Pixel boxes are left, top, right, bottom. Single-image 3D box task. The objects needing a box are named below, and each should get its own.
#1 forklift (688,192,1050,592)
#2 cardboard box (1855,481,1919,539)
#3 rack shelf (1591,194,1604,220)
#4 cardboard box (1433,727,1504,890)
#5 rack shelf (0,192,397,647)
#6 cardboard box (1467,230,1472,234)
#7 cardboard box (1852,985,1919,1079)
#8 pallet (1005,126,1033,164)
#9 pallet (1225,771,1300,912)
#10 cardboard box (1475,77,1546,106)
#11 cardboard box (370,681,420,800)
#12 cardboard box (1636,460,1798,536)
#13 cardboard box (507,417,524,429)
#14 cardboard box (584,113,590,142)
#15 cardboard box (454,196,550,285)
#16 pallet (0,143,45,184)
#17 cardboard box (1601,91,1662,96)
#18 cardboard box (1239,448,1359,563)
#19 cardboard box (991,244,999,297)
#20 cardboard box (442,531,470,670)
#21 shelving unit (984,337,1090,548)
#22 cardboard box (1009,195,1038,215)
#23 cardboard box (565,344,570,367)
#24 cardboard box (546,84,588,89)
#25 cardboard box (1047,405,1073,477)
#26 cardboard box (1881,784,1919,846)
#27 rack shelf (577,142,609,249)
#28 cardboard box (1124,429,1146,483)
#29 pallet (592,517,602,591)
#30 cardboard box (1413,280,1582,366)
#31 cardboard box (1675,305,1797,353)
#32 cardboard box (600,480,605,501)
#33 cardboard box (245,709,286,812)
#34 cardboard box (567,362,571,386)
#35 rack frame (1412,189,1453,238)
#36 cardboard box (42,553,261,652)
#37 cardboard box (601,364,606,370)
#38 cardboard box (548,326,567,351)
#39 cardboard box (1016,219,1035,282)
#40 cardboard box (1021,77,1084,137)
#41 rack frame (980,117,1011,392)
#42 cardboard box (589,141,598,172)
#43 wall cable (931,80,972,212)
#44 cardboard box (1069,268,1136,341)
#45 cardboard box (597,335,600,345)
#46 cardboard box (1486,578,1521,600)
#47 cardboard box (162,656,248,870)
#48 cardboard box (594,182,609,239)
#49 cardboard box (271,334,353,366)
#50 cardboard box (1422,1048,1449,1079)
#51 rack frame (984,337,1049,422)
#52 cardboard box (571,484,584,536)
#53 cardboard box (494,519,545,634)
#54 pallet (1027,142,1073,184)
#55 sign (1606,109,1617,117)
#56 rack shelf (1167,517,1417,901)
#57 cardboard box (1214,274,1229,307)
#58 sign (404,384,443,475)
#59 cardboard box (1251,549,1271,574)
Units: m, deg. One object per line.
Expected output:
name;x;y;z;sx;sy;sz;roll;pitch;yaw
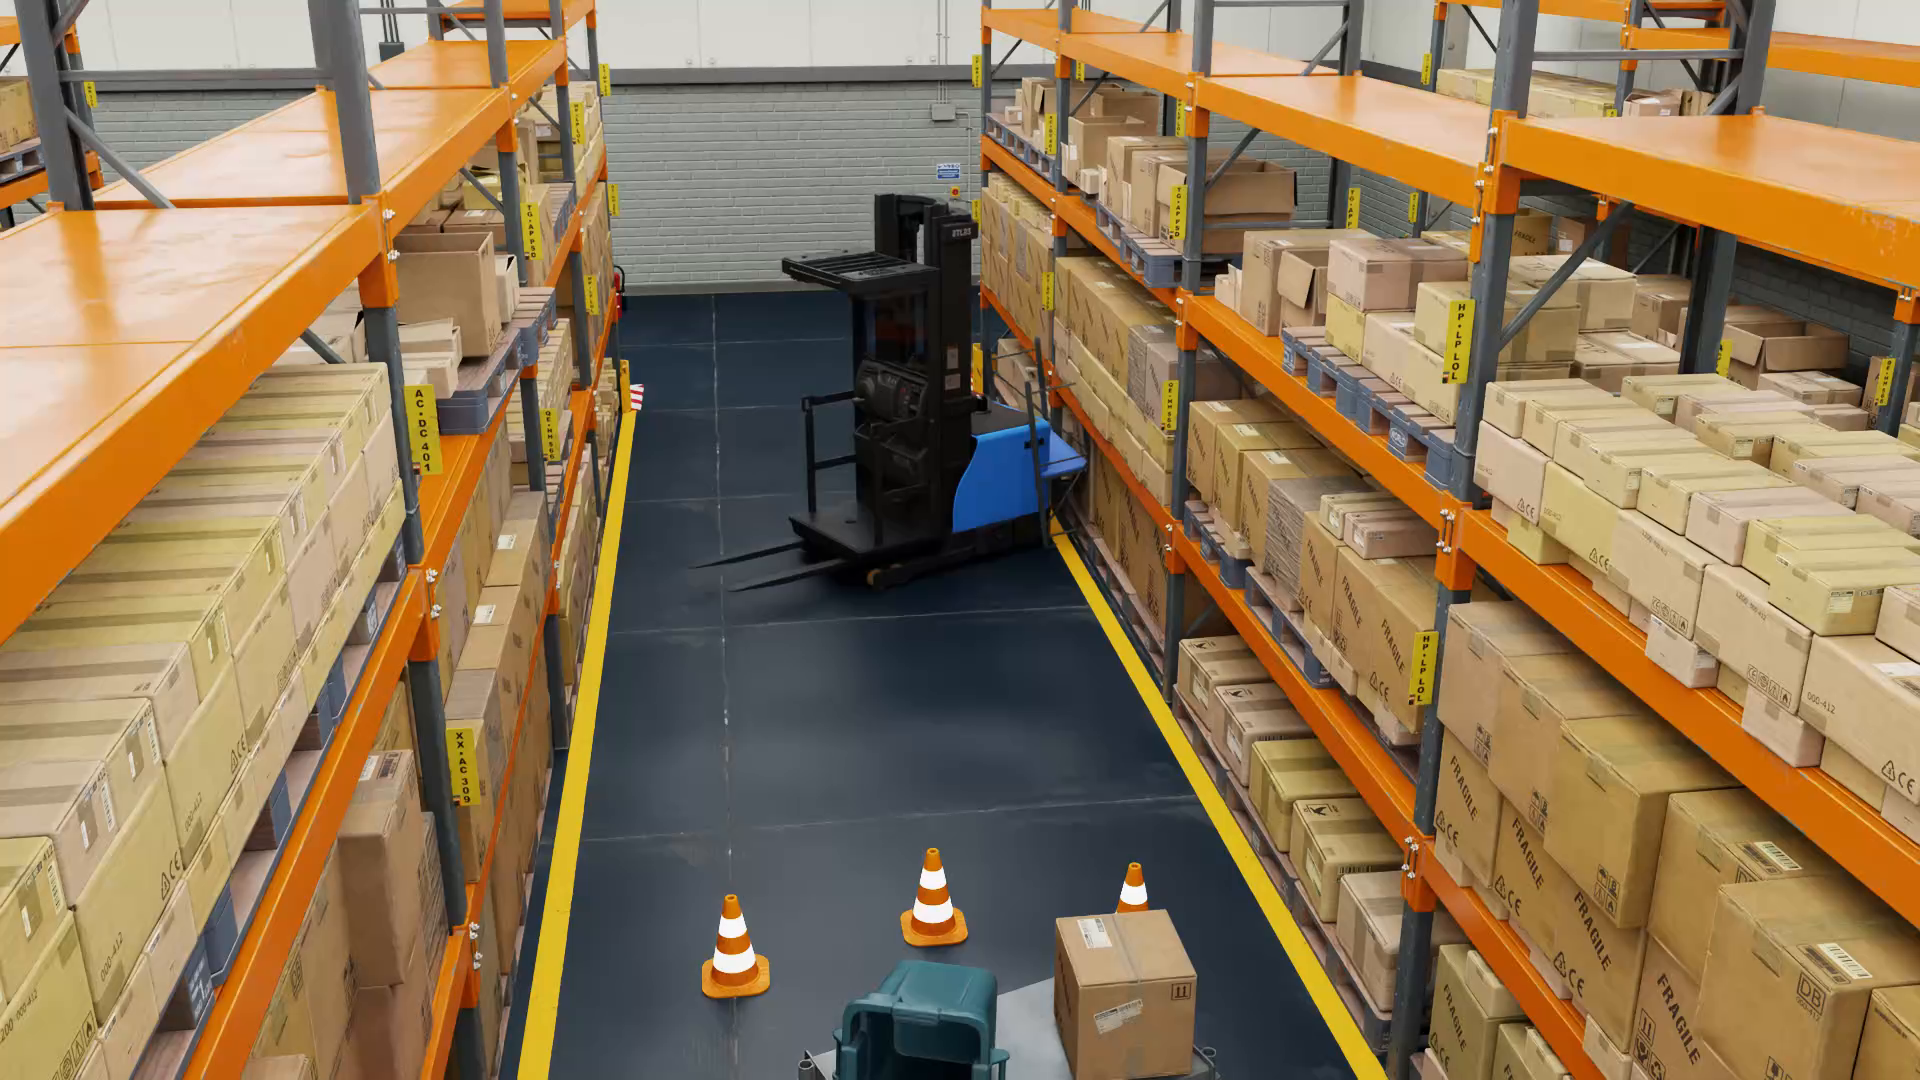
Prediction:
forklift;-0.720;-1.186;13.203;3.031;2.935;1.130;-15;25;-34
cardboard box;2.973;-0.072;5.055;0.380;0.149;0.250;-3;21;-7
rack shelf;5.928;-3.738;16.678;1.077;0.370;4.000;-3;21;-8
cardboard box;2.246;1.024;6.618;0.500;0.500;0.500;-3;21;-8
rack shelf;-2.137;-0.265;3.663;1.077;0.370;4.000;-3;21;-8
cardboard box;5.968;-3.285;18.515;0.500;0.250;0.500;-2;21;-6
cardboard box;2.679;1.433;4.095;0.700;0.500;0.500;-3;21;-7
pallet;1.025;-3.795;15.928;1.003;0.211;1.213;-3;21;-8
pallet;2.165;1.658;9.476;1.003;0.211;1.213;-3;21;-8
cardboard box;5.596;-4.554;16.910;0.500;0.250;0.500;-3;21;-9
cardboard box;-2.407;0.882;5.809;0.875;0.550;0.550;-3;21;-8
cardboard box;2.373;-0.135;5.223;0.380;0.149;0.250;-4;21;-10
cardboard box;-2.919;-0.677;10.649;0.380;0.149;0.250;-3;21;-9
cardboard box;-3.630;-3.719;15.098;0.500;0.250;0.500;-4;21;-10
cardboard box;-2.901;-1.892;10.565;0.500;0.500;0.500;-3;21;-8
pallet;-8.782;-3.295;14.590;1.003;0.211;1.213;-3;21;-8
cardboard box;6.336;-4.050;15.561;0.500;0.250;0.500;-3;21;-9
cardboard box;1.883;-0.193;9.276;0.500;0.500;0.500;-3;21;-7
cardboard box;0.614;-2.803;17.291;0.500;0.500;0.500;-3;21;-9
cardboard box;-2.652;0.289;7.583;0.700;0.500;0.500;-3;21;-7
shelving unit;0.698;-0.842;14.239;0.538;1.500;1.048;-14;25;-13
cardboard box;0.687;-3.254;16.142;0.380;0.149;0.250;-3;21;-9
cardboard box;-3.287;-1.440;13.119;0.380;0.149;0.250;-3;21;-7
cardboard box;-3.857;-4.392;16.332;0.380;0.149;0.250;-3;21;-7
cardboard box;1.320;-0.945;15.521;0.875;0.438;0.875;-3;21;-9
cardboard box;2.580;0.679;4.183;0.380;0.149;0.250;-3;21;-8
rack shelf;-3.867;-3.202;15.242;1.077;0.370;4.000;-3;21;-8
cardboard box;1.462;-0.609;11.773;0.500;0.250;0.500;-3;21;-7
pallet;-3.465;0.135;13.554;1.003;0.211;1.213;-3;21;-8
cardboard box;2.248;-0.916;6.994;0.500;0.250;0.500;-2;21;-7
cardboard box;6.252;-1.591;13.446;0.700;0.500;0.500;-3;21;-8
cardboard box;-3.314;-0.444;14.593;0.380;0.149;0.250;-4;21;-10
cardboard box;-1.801;0.523;3.858;0.380;0.149;0.250;-3;21;-7
cardboard box;-3.288;-1.303;13.176;0.380;0.149;0.250;-3;21;-7
rack frame;5.639;-3.362;18.931;1.000;3.000;0.127;-3;21;-8
cardboard box;-1.802;0.149;3.720;0.380;0.149;0.250;-3;21;-7
cardboard box;-3.849;-1.705;17.119;0.380;0.149;0.250;-3;21;-7
cardboard box;-3.288;-1.577;13.059;0.380;0.149;0.250;-4;21;-9
cardboard box;0.816;-2.742;15.699;0.500;0.500;0.500;-3;21;-7
cardboard box;0.870;-4.101;15.735;0.500;0.500;0.500;-3;21;-7
rack frame;0.728;-3.111;18.257;1.000;3.000;0.127;-3;21;-8
cardboard box;-3.593;-3.485;15.187;0.500;0.250;0.500;-2;21;-5
wall cable;-0.108;-5.552;23.298;0.585;1.953;0.123;-3;21;-8
cardboard box;1.184;-1.899;13.442;0.500;0.500;0.500;-3;21;-8
cardboard box;-3.534;-1.891;15.352;0.380;0.149;0.250;-2;21;-5
cardboard box;2.674;0.484;7.464;0.500;0.500;0.500;-2;21;-6
cardboard box;-1.813;0.466;3.442;0.500;0.250;0.500;-3;21;-8
cardboard box;-3.843;-3.335;16.860;0.500;0.500;0.500;-3;21;-9
cardboard box;-2.821;-0.666;6.897;0.500;0.250;0.500;-3;21;-8
cardboard box;2.276;2.353;6.958;0.500;0.250;0.500;-4;21;-10
rack frame;0.544;-1.028;14.686;0.500;1.500;0.032;-14;25;-13
cardboard box;-3.070;-0.212;12.397;0.500;0.250;0.500;-4;21;-10
cardboard box;-2.601;0.212;9.218;0.500;0.500;0.500;-3;21;-8
pallet;1.197;-3.373;14.800;1.003;0.211;1.213;-3;21;-8
sign;5.680;-3.595;14.527;0.100;0.325;0.005;-3;21;-8
rack shelf;2.170;0.689;9.113;1.077;0.370;4.000;-3;21;-8
cardboard box;1.759;-1.511;10.045;0.380;0.149;0.250;-3;21;-8
sign;-1.877;-0.384;5.818;0.100;0.325;0.005;-3;21;-8
cardboard box;1.877;0.075;9.488;0.380;0.149;0.250;-2;21;-5
